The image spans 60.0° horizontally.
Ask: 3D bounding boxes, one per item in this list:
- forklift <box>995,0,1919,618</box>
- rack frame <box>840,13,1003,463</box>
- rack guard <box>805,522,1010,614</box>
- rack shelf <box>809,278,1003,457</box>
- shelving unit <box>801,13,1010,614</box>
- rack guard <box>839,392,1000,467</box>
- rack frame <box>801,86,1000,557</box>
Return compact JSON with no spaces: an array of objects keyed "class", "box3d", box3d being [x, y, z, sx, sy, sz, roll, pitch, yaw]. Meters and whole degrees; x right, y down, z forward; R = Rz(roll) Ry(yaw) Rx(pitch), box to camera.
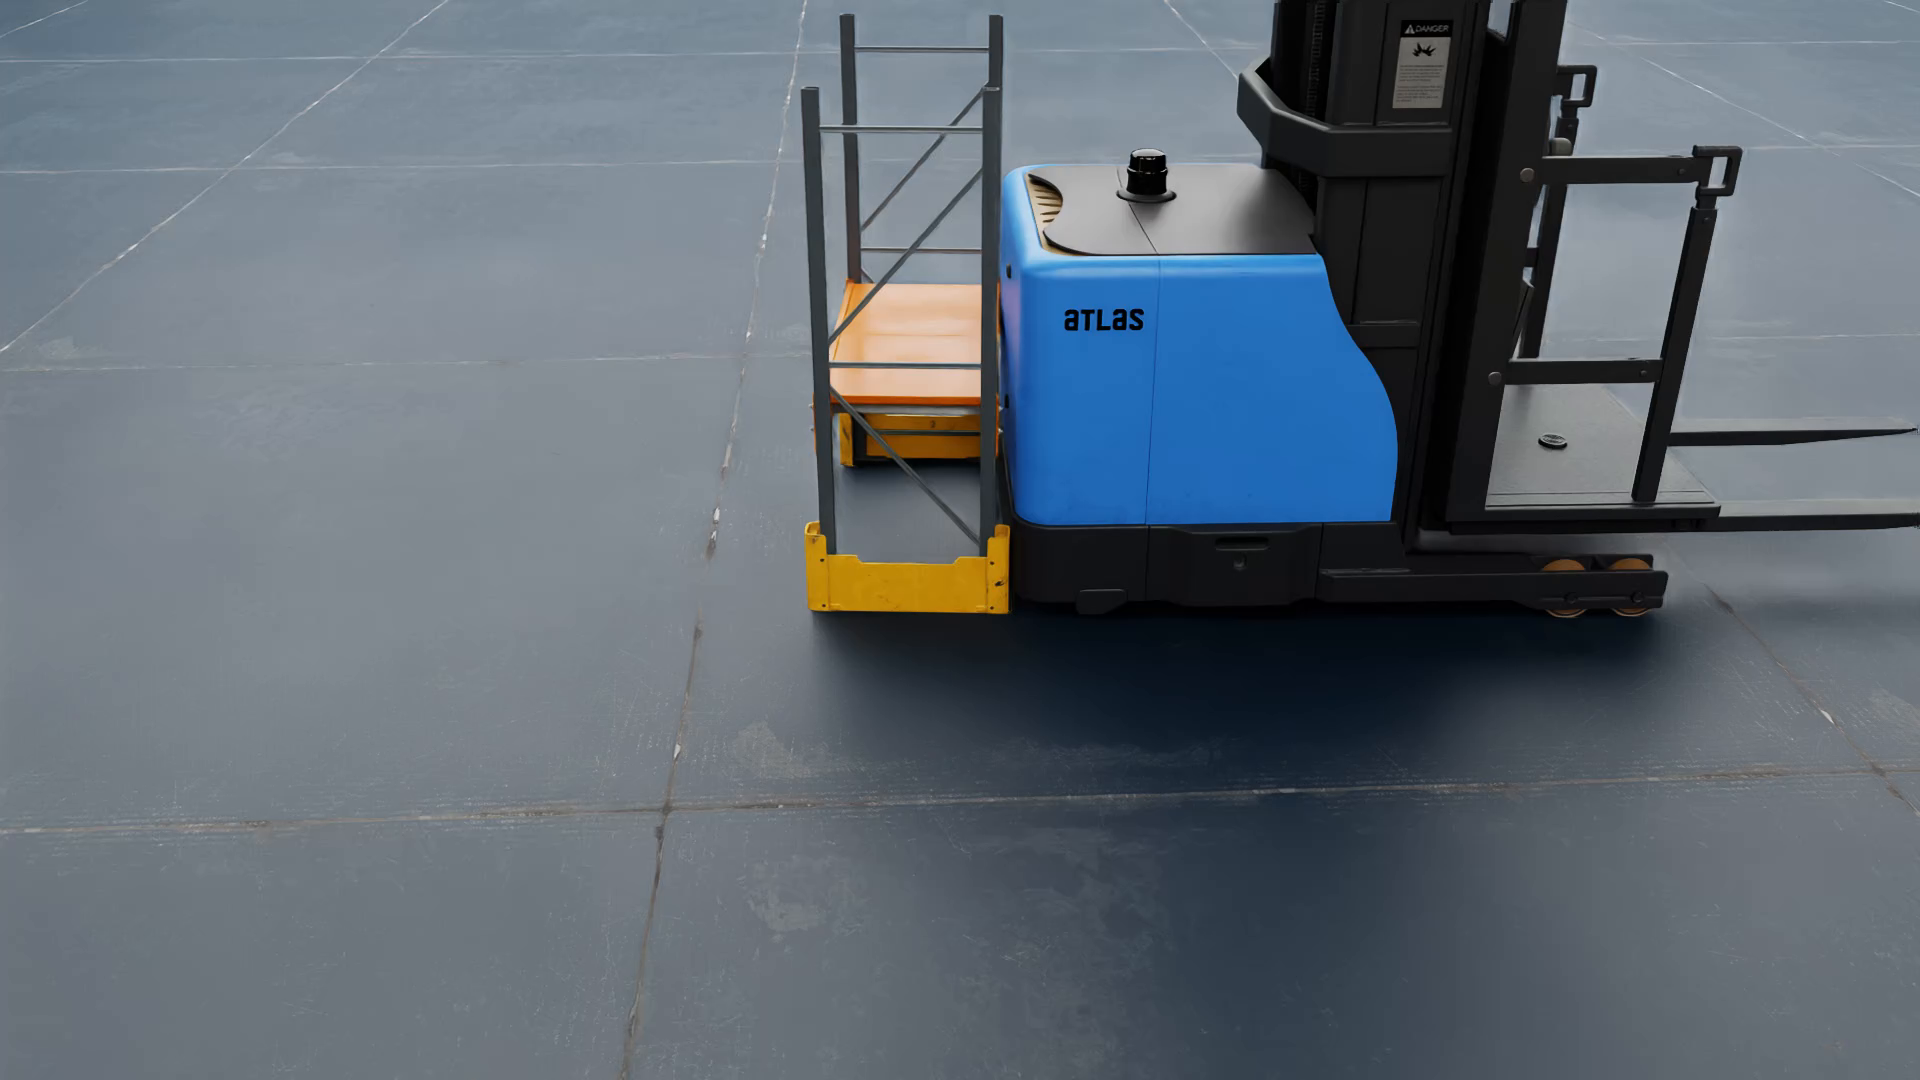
[{"class":"forklift","box3d":[1.647,-1.319,4.610,3.031,2.935,1.130,-1,28,-2]},{"class":"rack frame","box3d":[-0.118,-0.942,5.435,0.500,1.500,0.032,1,28,2]},{"class":"rack guard","box3d":[-0.150,0.081,4.824,0.587,0.250,0.087,1,28,2]},{"class":"rack shelf","box3d":[-0.134,-0.548,5.068,0.538,0.185,1.000,1,28,2]},{"class":"shelving unit","box3d":[-0.134,-0.703,4.976,0.587,1.500,1.083,1,28,2]},{"class":"rack guard","box3d":[-0.118,-0.379,5.707,0.587,0.250,0.087,1,28,2]},{"class":"rack frame","box3d":[-0.151,-0.472,4.534,0.500,1.500,0.032,1,28,2]}]
